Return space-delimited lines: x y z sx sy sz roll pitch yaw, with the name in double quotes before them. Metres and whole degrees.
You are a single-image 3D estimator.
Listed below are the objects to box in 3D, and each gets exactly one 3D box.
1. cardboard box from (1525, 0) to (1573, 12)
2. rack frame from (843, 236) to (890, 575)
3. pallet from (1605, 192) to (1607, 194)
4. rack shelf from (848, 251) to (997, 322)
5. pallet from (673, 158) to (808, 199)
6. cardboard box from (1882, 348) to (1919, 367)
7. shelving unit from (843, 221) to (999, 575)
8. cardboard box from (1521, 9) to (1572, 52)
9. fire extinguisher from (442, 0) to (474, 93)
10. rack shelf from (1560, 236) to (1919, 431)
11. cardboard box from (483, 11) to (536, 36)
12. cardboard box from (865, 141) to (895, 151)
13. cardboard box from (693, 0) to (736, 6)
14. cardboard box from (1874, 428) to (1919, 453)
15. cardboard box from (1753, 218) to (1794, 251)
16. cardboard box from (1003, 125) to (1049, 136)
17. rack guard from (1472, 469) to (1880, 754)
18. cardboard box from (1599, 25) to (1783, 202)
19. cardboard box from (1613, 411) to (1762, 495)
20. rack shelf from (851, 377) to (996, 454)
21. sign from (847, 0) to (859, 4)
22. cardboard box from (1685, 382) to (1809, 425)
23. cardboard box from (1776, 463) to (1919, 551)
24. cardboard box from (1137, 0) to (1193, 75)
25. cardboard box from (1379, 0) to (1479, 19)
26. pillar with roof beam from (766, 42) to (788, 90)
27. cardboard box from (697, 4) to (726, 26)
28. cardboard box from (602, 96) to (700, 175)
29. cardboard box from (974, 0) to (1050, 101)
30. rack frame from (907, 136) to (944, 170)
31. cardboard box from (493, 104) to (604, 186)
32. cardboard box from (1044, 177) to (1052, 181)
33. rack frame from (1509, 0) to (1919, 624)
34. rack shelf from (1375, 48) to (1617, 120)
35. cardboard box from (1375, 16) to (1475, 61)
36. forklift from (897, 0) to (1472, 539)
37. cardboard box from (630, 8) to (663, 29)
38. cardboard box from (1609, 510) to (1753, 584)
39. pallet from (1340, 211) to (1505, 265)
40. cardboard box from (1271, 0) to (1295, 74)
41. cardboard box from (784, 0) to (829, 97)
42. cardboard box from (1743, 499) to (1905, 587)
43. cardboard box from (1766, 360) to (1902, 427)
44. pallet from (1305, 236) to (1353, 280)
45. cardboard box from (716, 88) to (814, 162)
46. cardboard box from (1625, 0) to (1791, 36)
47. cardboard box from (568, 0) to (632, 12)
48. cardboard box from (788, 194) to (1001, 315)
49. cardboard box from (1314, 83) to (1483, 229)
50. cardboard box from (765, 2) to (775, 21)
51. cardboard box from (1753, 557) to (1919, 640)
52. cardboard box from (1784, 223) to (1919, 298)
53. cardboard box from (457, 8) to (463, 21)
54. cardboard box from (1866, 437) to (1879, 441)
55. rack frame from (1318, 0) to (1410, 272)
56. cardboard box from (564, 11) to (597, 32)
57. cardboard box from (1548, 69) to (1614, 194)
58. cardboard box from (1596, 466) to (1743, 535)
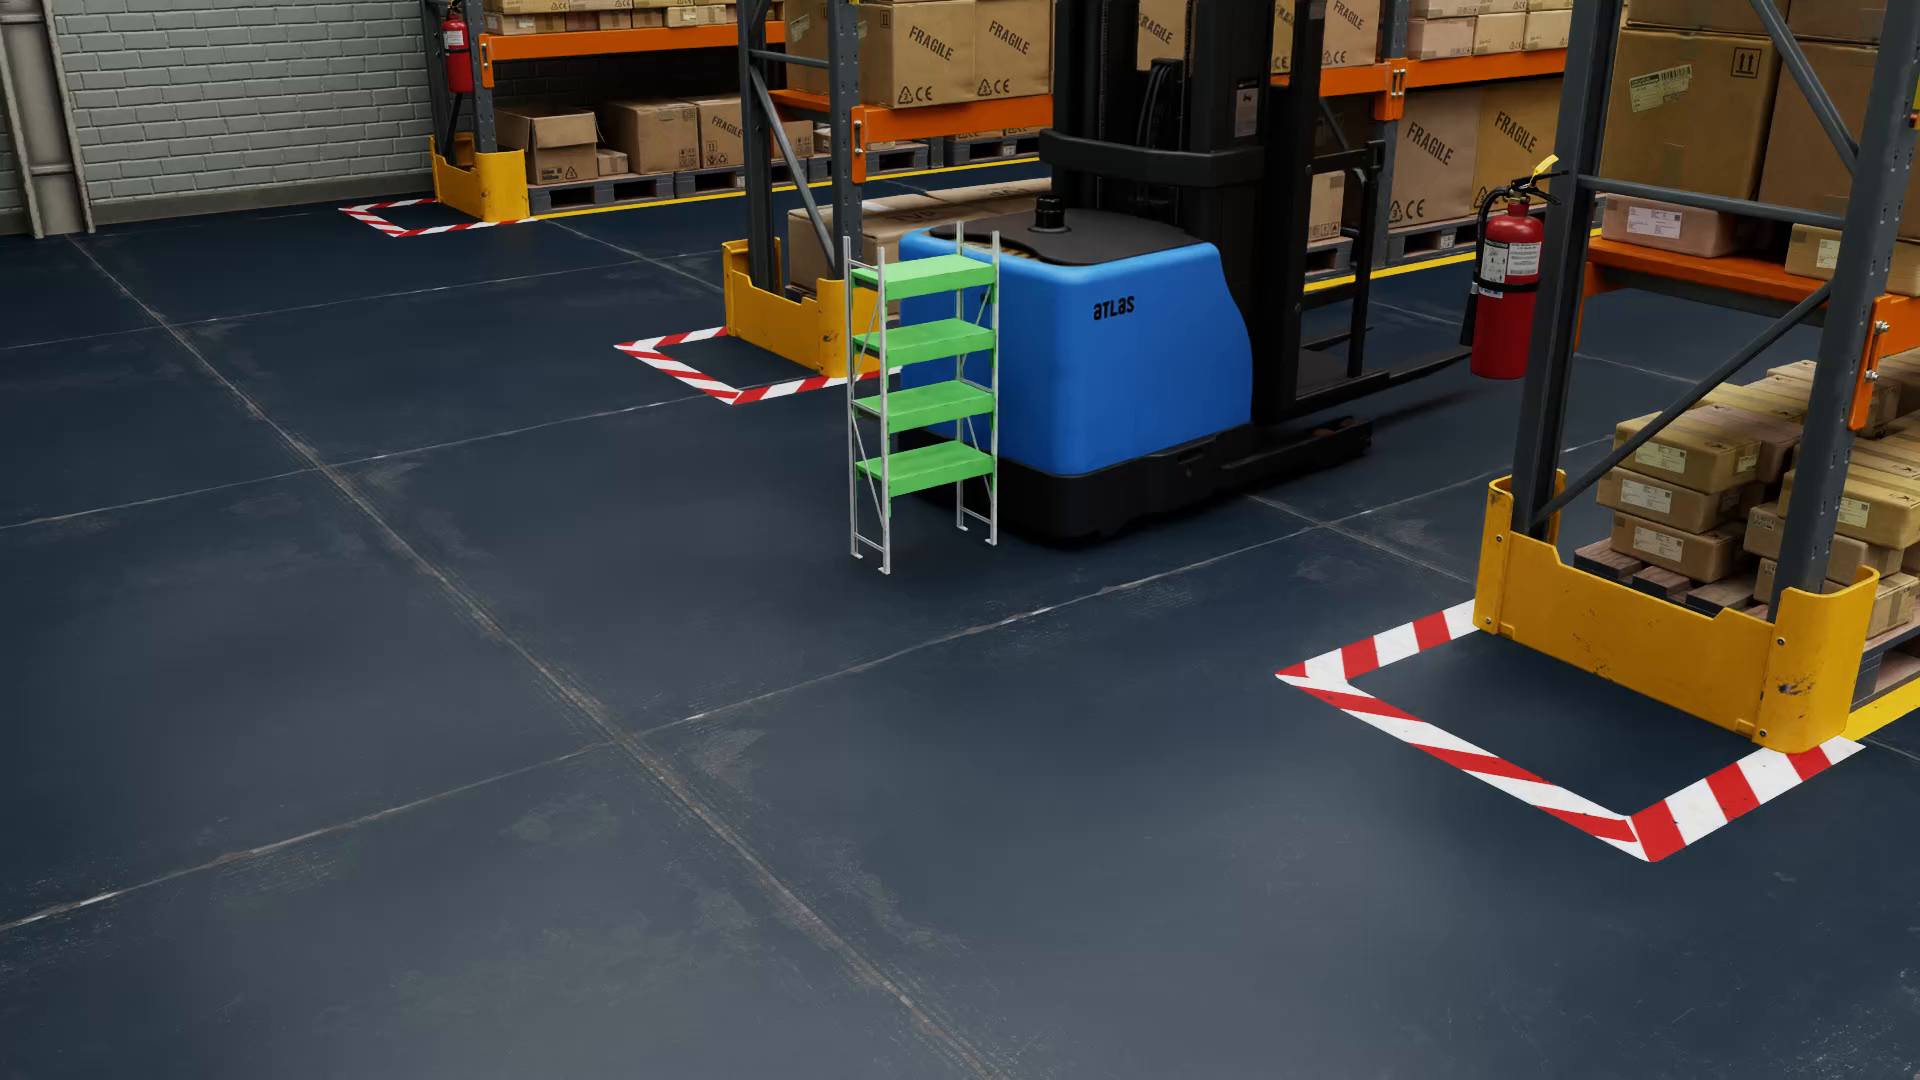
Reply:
"cardboard box" 3.772 -3.685 11.113 0.500 0.250 0.500 -15 26 -32
"rack frame" -0.332 -0.469 5.952 0.015 1.200 0.240 -15 26 -33
"pallet" 4.981 -2.713 12.910 1.213 0.211 1.003 -15 26 -33
"rack shelf" -0.134 -0.908 5.930 0.480 0.148 0.258 -15 26 -33
"pallet" -2.033 -3.073 13.814 1.213 0.211 1.003 -15 26 -33
"cardboard box" 3.707 -0.627 6.398 0.250 0.149 0.380 -15 26 -33
"shelving unit" -0.134 -0.521 6.084 0.503 1.200 0.258 -15 26 -33
"cardboard box" 3.774 -3.455 11.209 0.500 0.250 0.500 -15 26 -33
"fire extinguisher" -3.580 -3.537 11.820 0.183 0.674 0.296 -15 26 -33
"rack shelf" 3.768 -1.056 5.965 4.000 0.370 1.077 -15 26 -33
"cardboard box" -3.304 -3.789 12.182 0.250 0.149 0.380 -15 26 -33
"cardboard box" -0.764 -3.444 14.261 0.250 0.149 0.380 -16 27 -34
"cardboard box" -1.984 -4.339 13.025 0.500 0.250 0.500 -16 27 -34
"cardboard box" 3.201 -0.227 5.396 0.250 0.149 0.380 -15 26 -33
"cardboard box" 2.468 -1.038 5.290 0.250 0.149 0.380 -15 26 -33
"cardboard box" 0.467 -3.972 15.109 0.500 0.500 0.500 -15 26 -34
"rack guard" 2.206 0.188 5.251 0.348 0.500 1.175 -15 26 -33
"cardboard box" 2.359 -1.316 5.111 0.500 0.500 0.500 -14 26 -32
"cardboard box" 2.426 -0.295 5.565 0.250 0.149 0.380 -15 26 -32
"rack shelf" -0.134 -0.462 6.108 0.480 0.148 0.258 -15 26 -33
"sign" -0.509 -2.695 7.827 0.005 0.325 0.100 -15 26 -33
"cardboard box" 2.799 -0.426 5.895 0.250 0.149 0.380 -16 27 -34
"cardboard box" 2.768 -0.115 5.115 0.250 0.149 0.380 -16 27 -35
"cardboard box" 0.943 -2.824 9.291 0.500 0.500 0.500 -14 26 -31
"cardboard box" 2.940 -3.463 10.555 0.500 0.250 0.500 -16 27 -34
"pillar with roof beam" 0.939 -6.394 10.278 0.400 9.000 9.100 -15 26 -33
"cardboard box" -2.027 -4.116 13.002 0.250 0.149 0.380 -14 26 -32
"cardboard box" -2.462 -3.228 13.244 0.500 0.500 0.700 -14 26 -31
"cardboard box" 0.123 -2.606 8.745 0.500 0.500 0.500 -15 26 -34
"rack frame" -0.484 -4.782 14.334 0.127 3.000 1.000 -15 26 -33
"cardboard box" -3.179 -3.056 12.810 0.637 0.503 0.797 -16 27 -35
"cardboard box" 1.120 -1.997 10.245 0.875 0.438 0.875 -16 27 -34
"rack frame" 2.144 -0.957 4.747 0.127 3.000 1.000 -15 26 -33
"rack shelf" 4.042 -3.389 11.812 4.000 0.370 1.077 -15 26 -33
"cardboard box" 2.930 -3.236 10.661 0.500 0.250 0.500 -16 27 -34
"forklift" 1.179 -1.806 6.968 3.031 2.935 1.130 -18 28 -38
"cardboard box" -2.478 -4.020 12.763 0.250 0.149 0.380 -14 26 -32
"cardboard box" 2.450 -0.004 5.640 0.250 0.149 0.380 -14 26 -32
"pallet" 3.001 -2.185 11.586 1.213 0.211 1.003 -15 26 -33
"cardboard box" 1.777 -3.046 9.848 0.500 0.500 0.500 -16 27 -34
"cardboard box" -0.592 -2.655 8.867 0.500 0.500 0.500 -15 26 -33
"cardboard box" 2.719 -0.002 5.233 0.250 0.149 0.380 -14 26 -31
"cardboard box" 3.232 -0.538 6.175 0.250 0.149 0.380 -14 26 -31
"pallet" 1.755 -1.854 10.757 1.213 0.211 1.003 -15 26 -33
"cardboard box" -1.620 -3.453 13.808 0.500 0.500 0.700 -16 27 -35
"cardboard box" 2.370 -1.780 4.924 0.500 0.500 0.500 -16 27 -34
"cardboard box" -2.796 -4.112 12.454 0.500 0.250 0.500 -15 26 -32
"cardboard box" -0.351 -1.602 9.255 0.875 0.438 0.875 -16 27 -35
"cardboard box" 2.875 -2.656 11.306 0.875 0.875 0.875 -14 26 -31
"cardboard box" -1.685 -4.260 13.363 0.250 0.149 0.380 -14 26 -32
"cardboard box" 2.756 0.155 5.240 0.250 0.149 0.380 -14 26 -32
"cardboard box" 2.599 -0.812 4.722 0.250 0.149 0.380 -15 26 -33
"cardboard box" -3.618 -3.952 12.593 0.250 0.149 0.380 -15 26 -33
"cardboard box" 3.105 -0.306 5.995 0.250 0.149 0.380 -15 26 -33
"rack frame" 2.418 -3.290 10.594 0.127 3.000 1.000 -15 26 -33
"cardboard box" -2.931 -3.925 12.524 0.250 0.149 0.380 -15 26 -34
"cardboard box" 4.330 -3.048 12.287 0.875 0.875 0.875 -15 26 -32
"cardboard box" 2.406 -0.166 5.644 0.250 0.149 0.380 -16 27 -34
